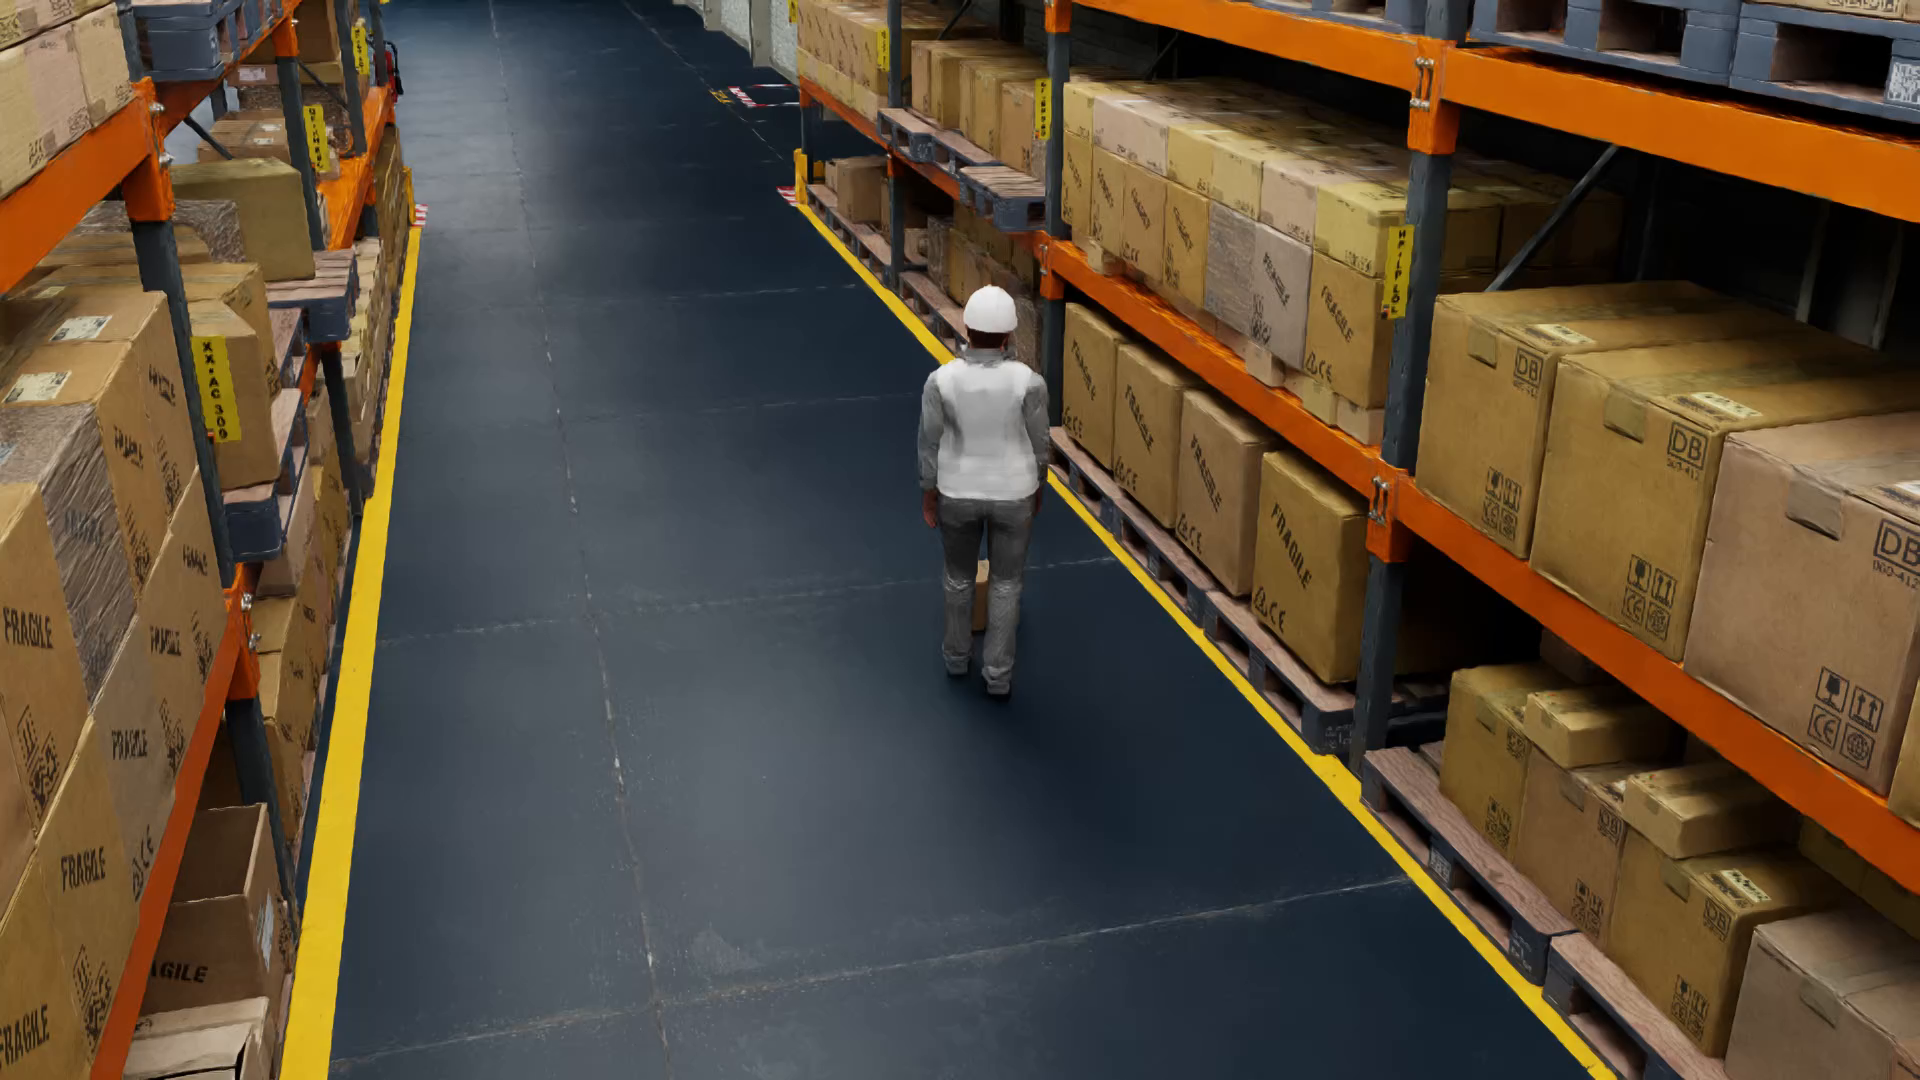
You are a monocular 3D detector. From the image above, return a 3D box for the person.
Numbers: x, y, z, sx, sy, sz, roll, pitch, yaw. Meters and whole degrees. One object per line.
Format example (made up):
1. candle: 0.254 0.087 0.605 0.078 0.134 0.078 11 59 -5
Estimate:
1. person: 0.105 -0.217 7.055 0.557 1.775 0.530 3 23 6
